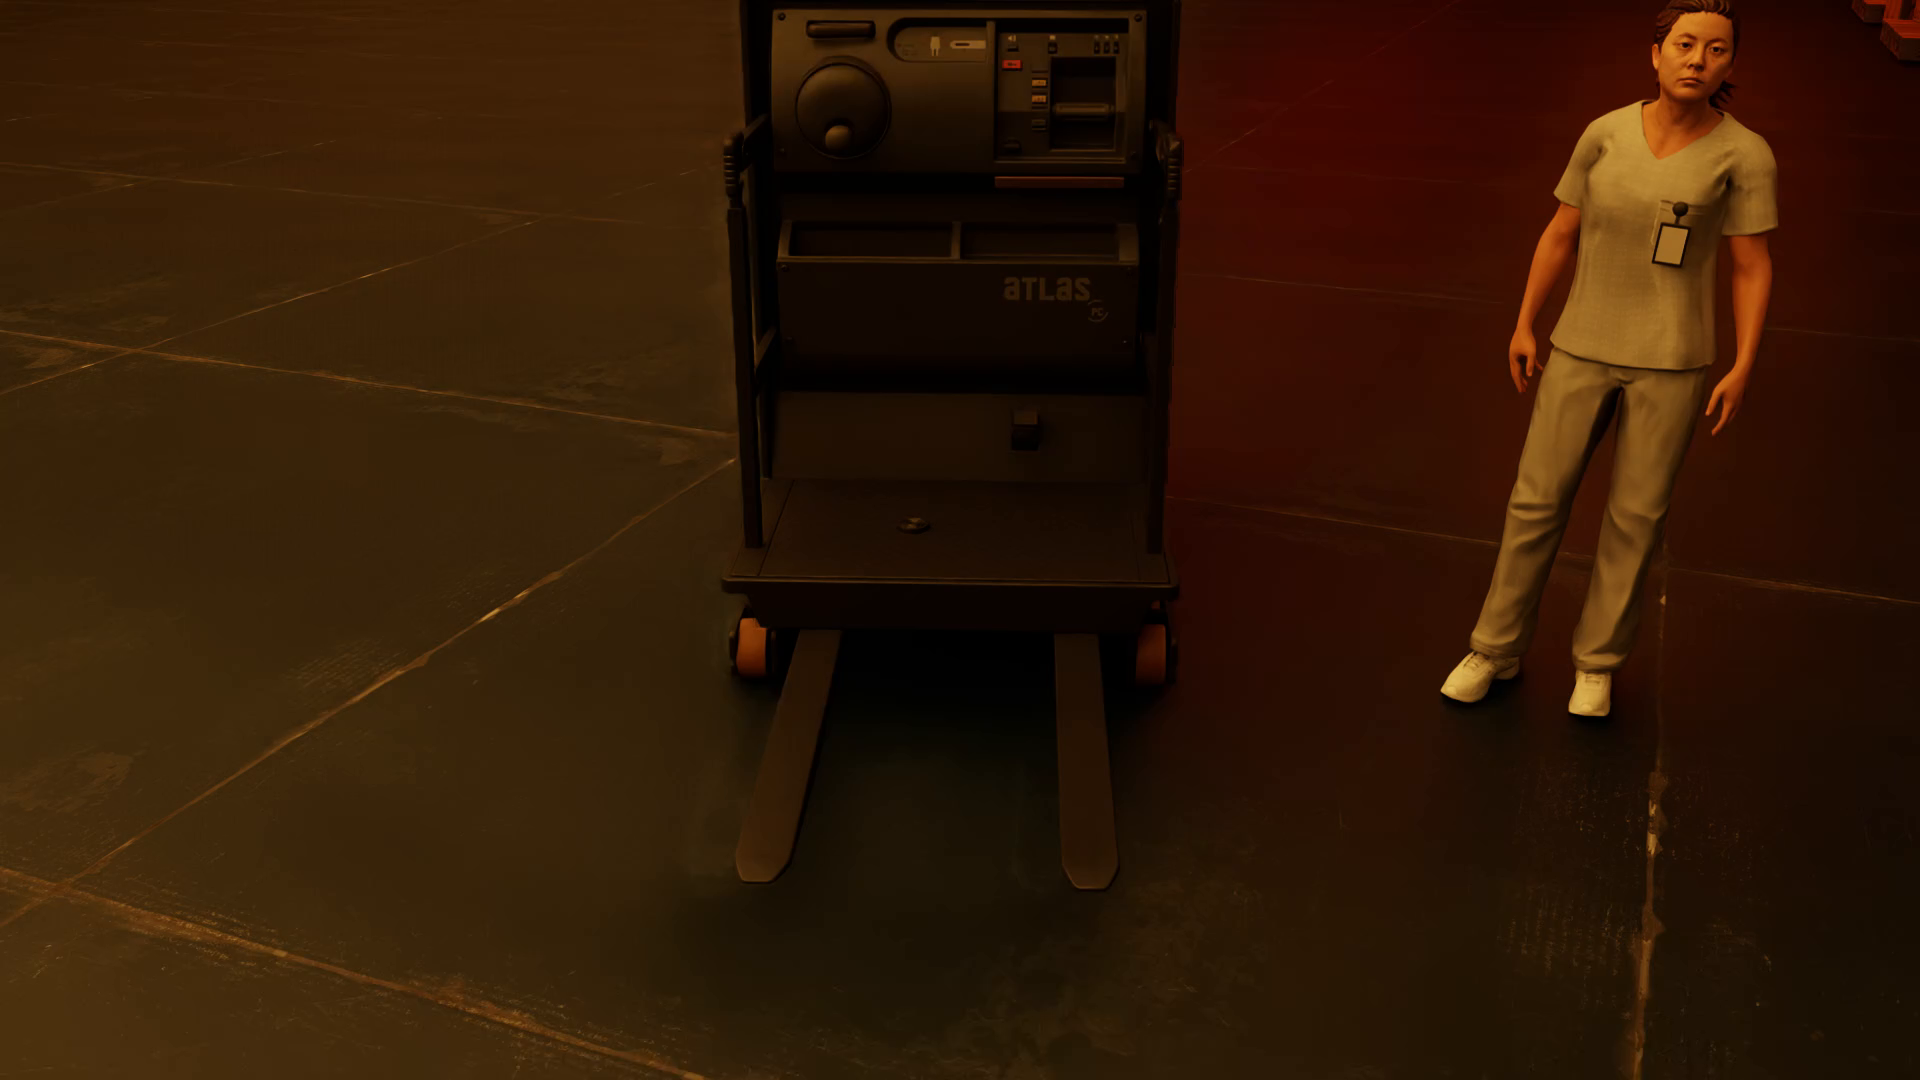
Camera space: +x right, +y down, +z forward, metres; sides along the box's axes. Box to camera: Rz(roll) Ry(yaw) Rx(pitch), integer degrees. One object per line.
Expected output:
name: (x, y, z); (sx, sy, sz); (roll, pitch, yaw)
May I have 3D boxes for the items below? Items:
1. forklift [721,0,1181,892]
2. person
forklift: (-0.009, -1.104, 3.933); (1.130, 2.935, 3.031); (1, 23, 2)
person: (1.541, -0.392, 3.866); (0.543, 1.669, 0.516); (14, 26, 29)
